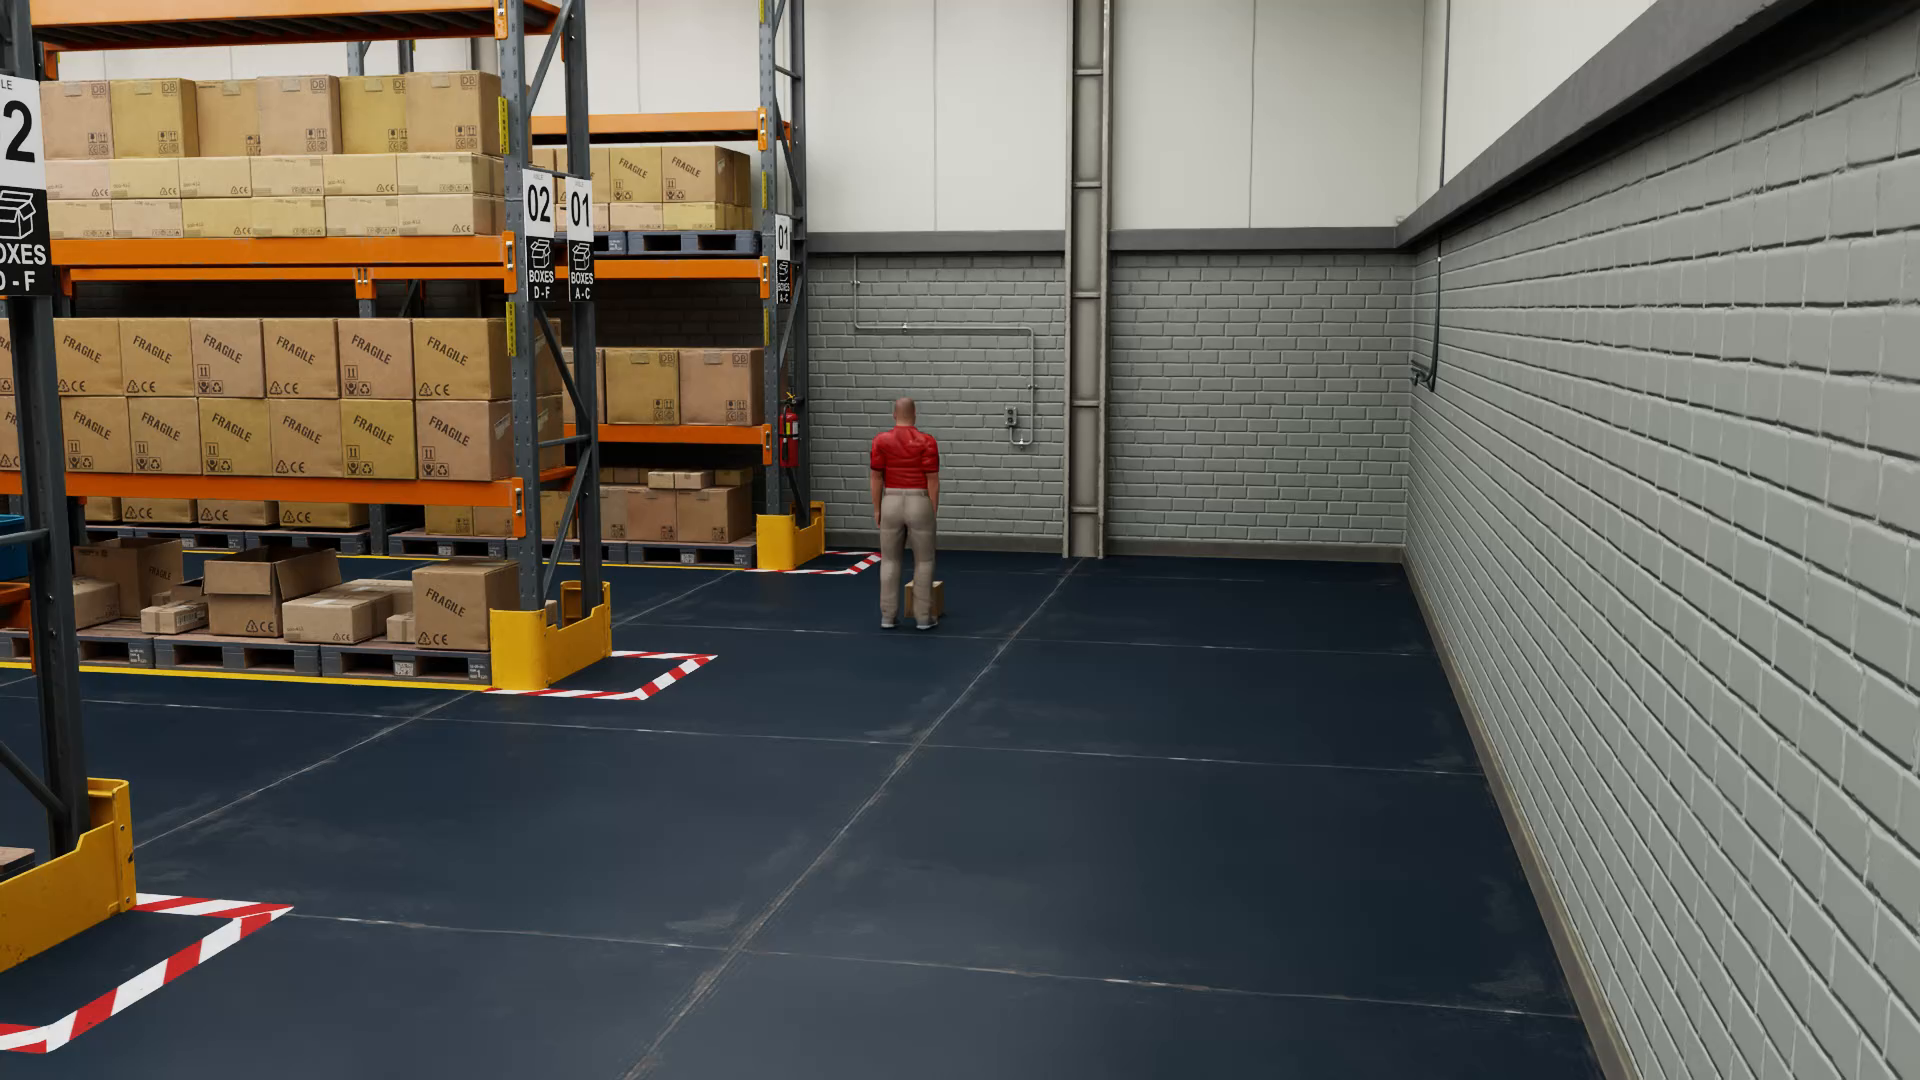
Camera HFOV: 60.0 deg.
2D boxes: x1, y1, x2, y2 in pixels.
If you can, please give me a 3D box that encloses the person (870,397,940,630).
[{"bbox_3d":[-0.396,-0.200,12.354,0.527,1.728,0.360,2,8,13],"label":"person"}]
